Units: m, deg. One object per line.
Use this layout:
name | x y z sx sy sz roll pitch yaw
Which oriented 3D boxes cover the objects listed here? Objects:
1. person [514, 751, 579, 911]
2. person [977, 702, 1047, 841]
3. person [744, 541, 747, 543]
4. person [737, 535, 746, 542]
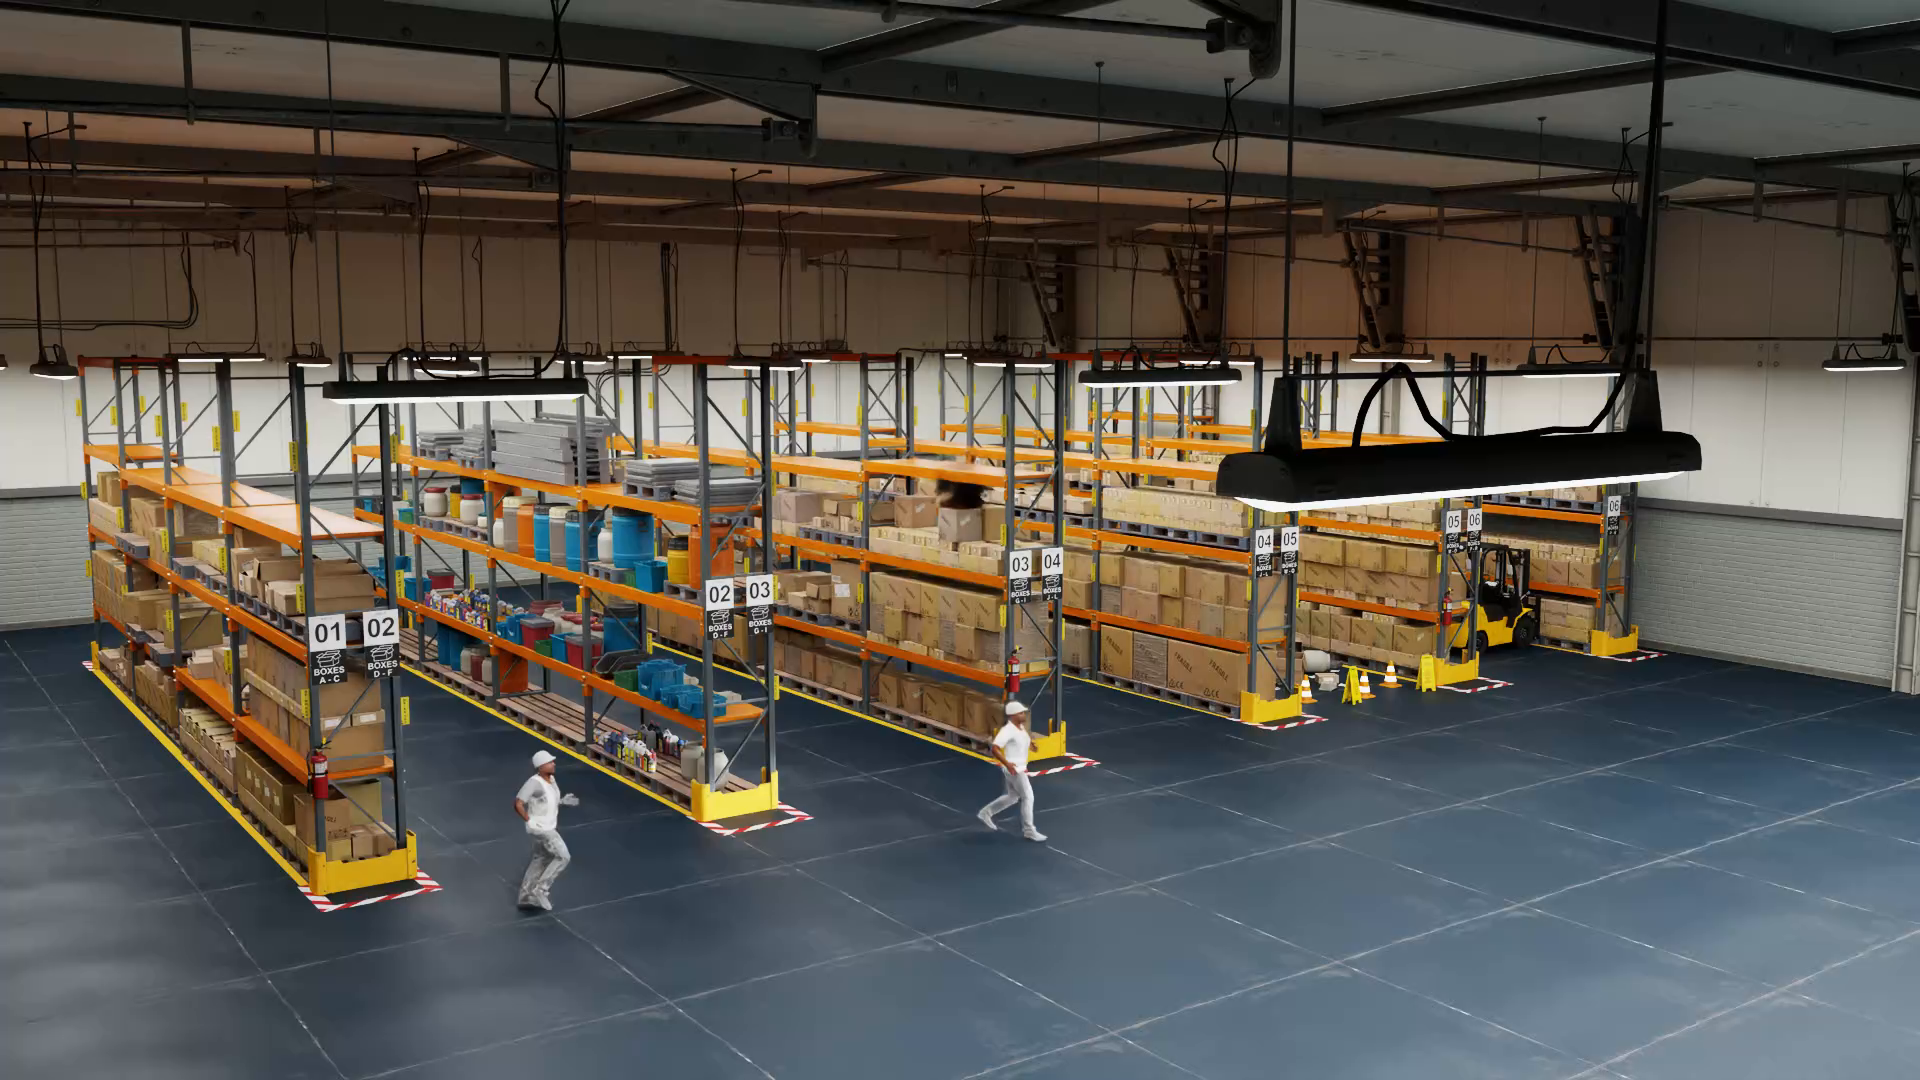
person | -4.596 3.221 18.529 0.688 1.788 0.651 -1 7 -7
person | 0.675 2.910 21.068 0.878 1.775 0.685 1 7 7
person | -5.128 0.814 39.170 0.668 1.590 0.549 -2 7 -15
person | -5.209 0.662 39.927 0.595 1.660 0.588 -3 7 -22
